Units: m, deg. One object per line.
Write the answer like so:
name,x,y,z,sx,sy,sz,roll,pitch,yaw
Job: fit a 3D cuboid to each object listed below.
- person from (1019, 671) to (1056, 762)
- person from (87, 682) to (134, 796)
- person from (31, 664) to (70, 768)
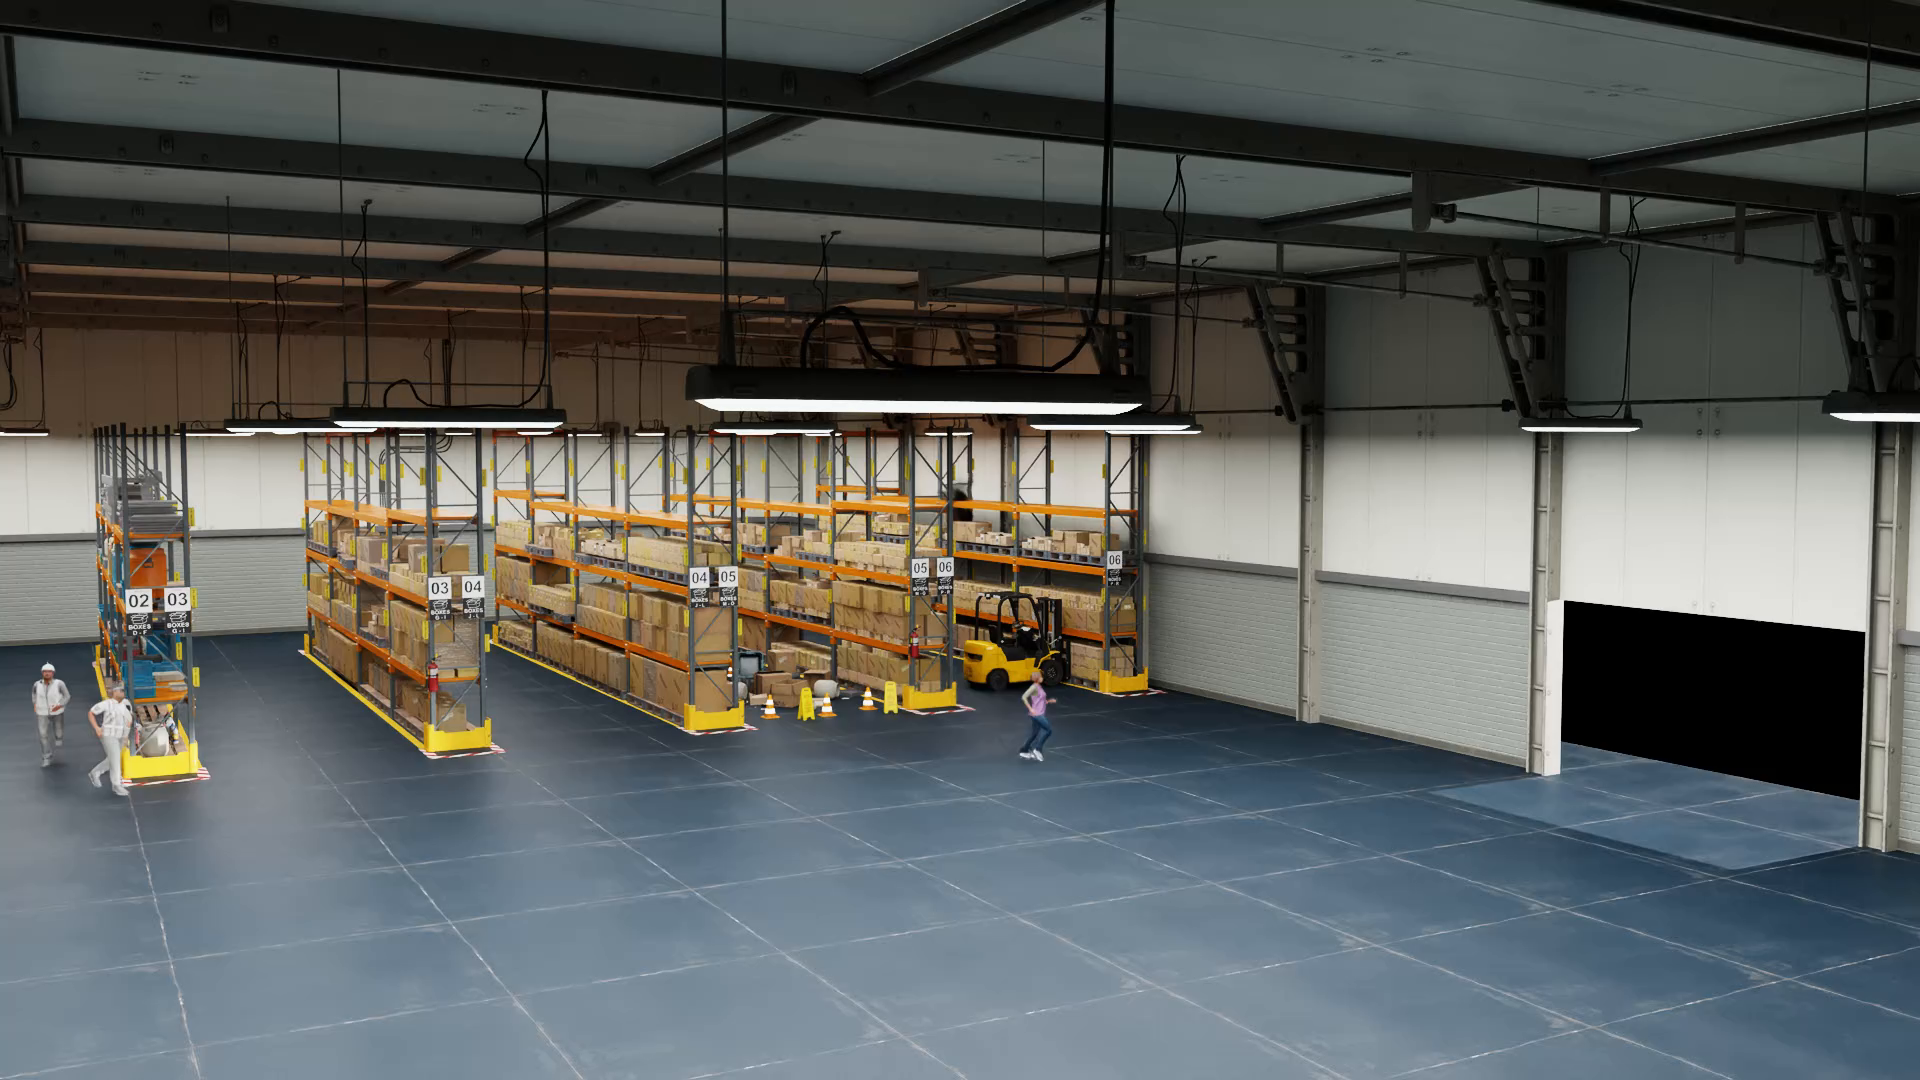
person,1.382,3.178,29.554,0.672,1.509,0.504,0,3,8
person,-13.767,3.206,27.108,0.939,1.767,0.705,1,4,20
person,-16.130,3.079,29.503,0.630,1.768,1.087,-2,4,-24
